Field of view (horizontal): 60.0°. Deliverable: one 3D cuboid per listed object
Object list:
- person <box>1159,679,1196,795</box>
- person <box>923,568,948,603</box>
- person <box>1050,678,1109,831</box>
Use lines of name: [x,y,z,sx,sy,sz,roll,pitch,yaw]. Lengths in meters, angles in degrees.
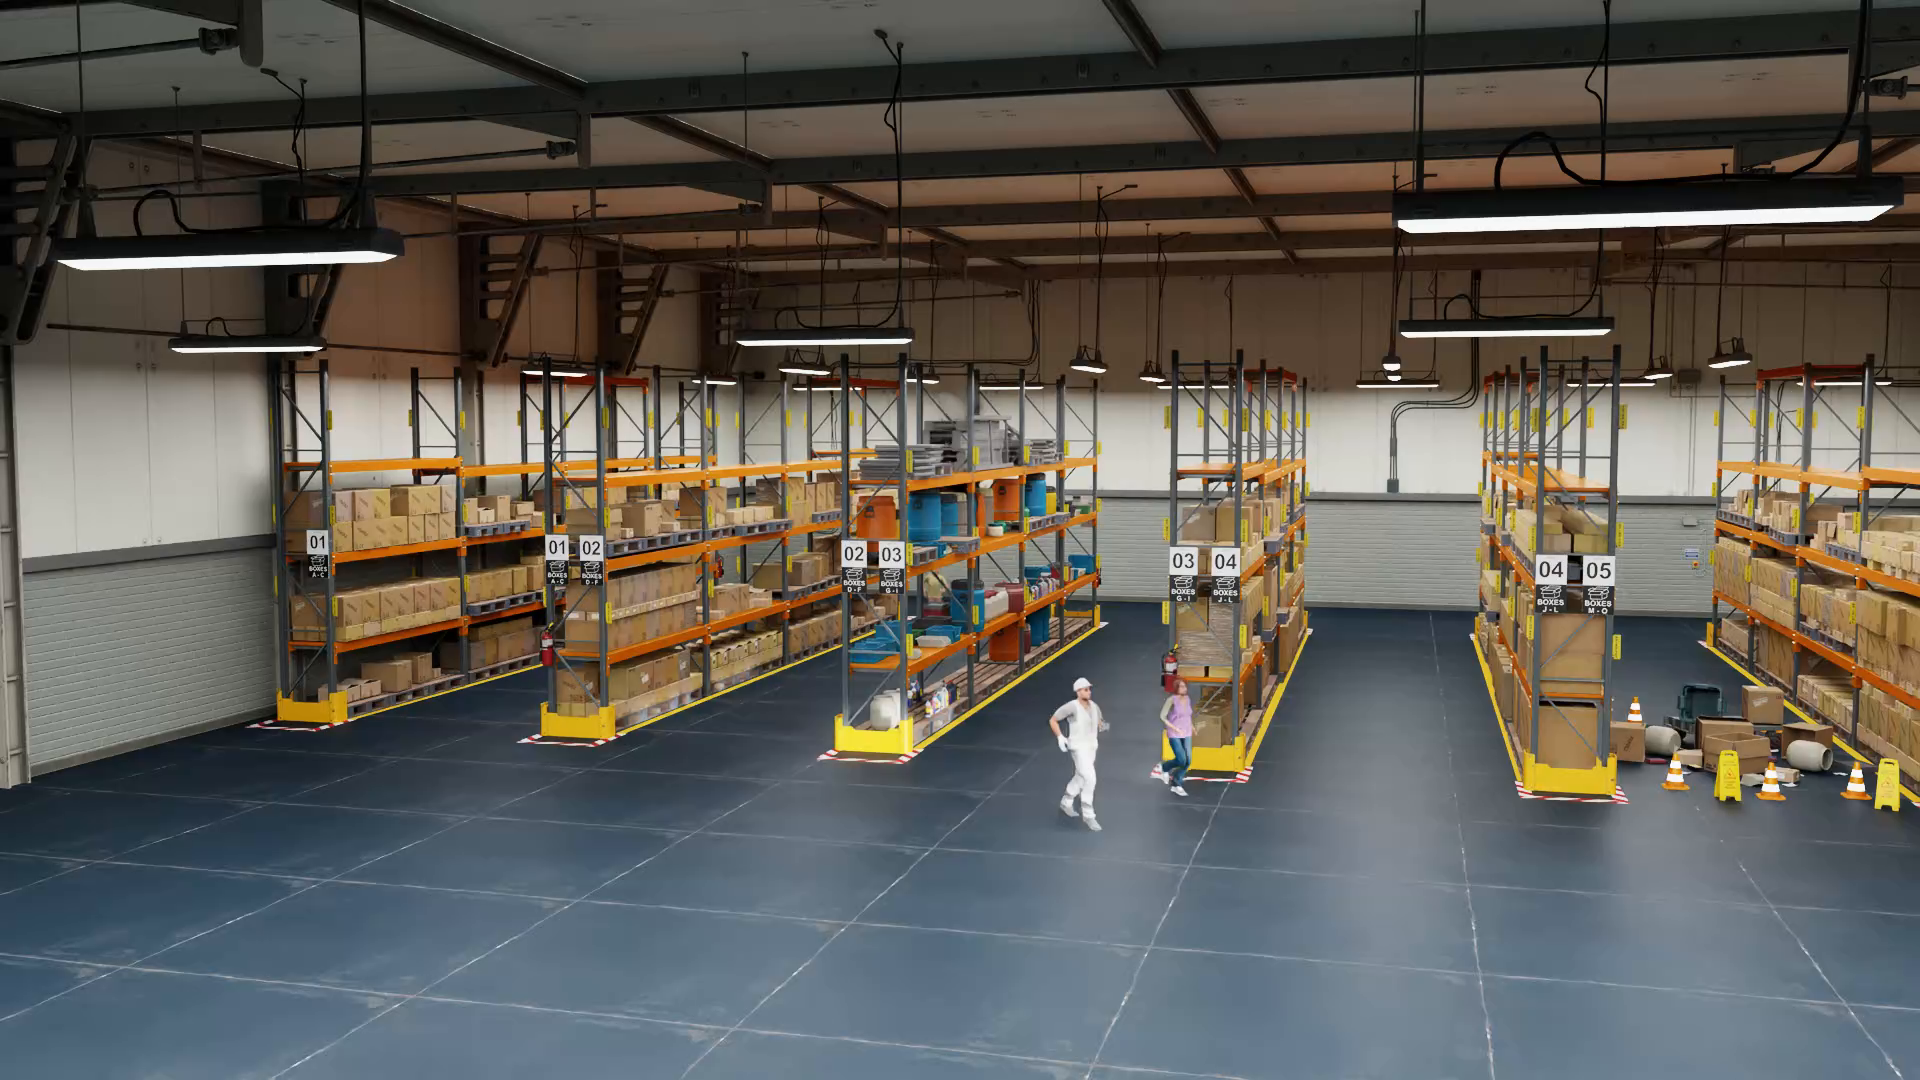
person: [2.904,2.635,22.324,0.521,1.563,0.518,-3,5,-33]
person: [-0.598,1.381,39.191,0.644,1.635,0.554,0,4,-1]
person: [1.500,2.624,20.556,0.806,1.845,0.650,4,6,44]
